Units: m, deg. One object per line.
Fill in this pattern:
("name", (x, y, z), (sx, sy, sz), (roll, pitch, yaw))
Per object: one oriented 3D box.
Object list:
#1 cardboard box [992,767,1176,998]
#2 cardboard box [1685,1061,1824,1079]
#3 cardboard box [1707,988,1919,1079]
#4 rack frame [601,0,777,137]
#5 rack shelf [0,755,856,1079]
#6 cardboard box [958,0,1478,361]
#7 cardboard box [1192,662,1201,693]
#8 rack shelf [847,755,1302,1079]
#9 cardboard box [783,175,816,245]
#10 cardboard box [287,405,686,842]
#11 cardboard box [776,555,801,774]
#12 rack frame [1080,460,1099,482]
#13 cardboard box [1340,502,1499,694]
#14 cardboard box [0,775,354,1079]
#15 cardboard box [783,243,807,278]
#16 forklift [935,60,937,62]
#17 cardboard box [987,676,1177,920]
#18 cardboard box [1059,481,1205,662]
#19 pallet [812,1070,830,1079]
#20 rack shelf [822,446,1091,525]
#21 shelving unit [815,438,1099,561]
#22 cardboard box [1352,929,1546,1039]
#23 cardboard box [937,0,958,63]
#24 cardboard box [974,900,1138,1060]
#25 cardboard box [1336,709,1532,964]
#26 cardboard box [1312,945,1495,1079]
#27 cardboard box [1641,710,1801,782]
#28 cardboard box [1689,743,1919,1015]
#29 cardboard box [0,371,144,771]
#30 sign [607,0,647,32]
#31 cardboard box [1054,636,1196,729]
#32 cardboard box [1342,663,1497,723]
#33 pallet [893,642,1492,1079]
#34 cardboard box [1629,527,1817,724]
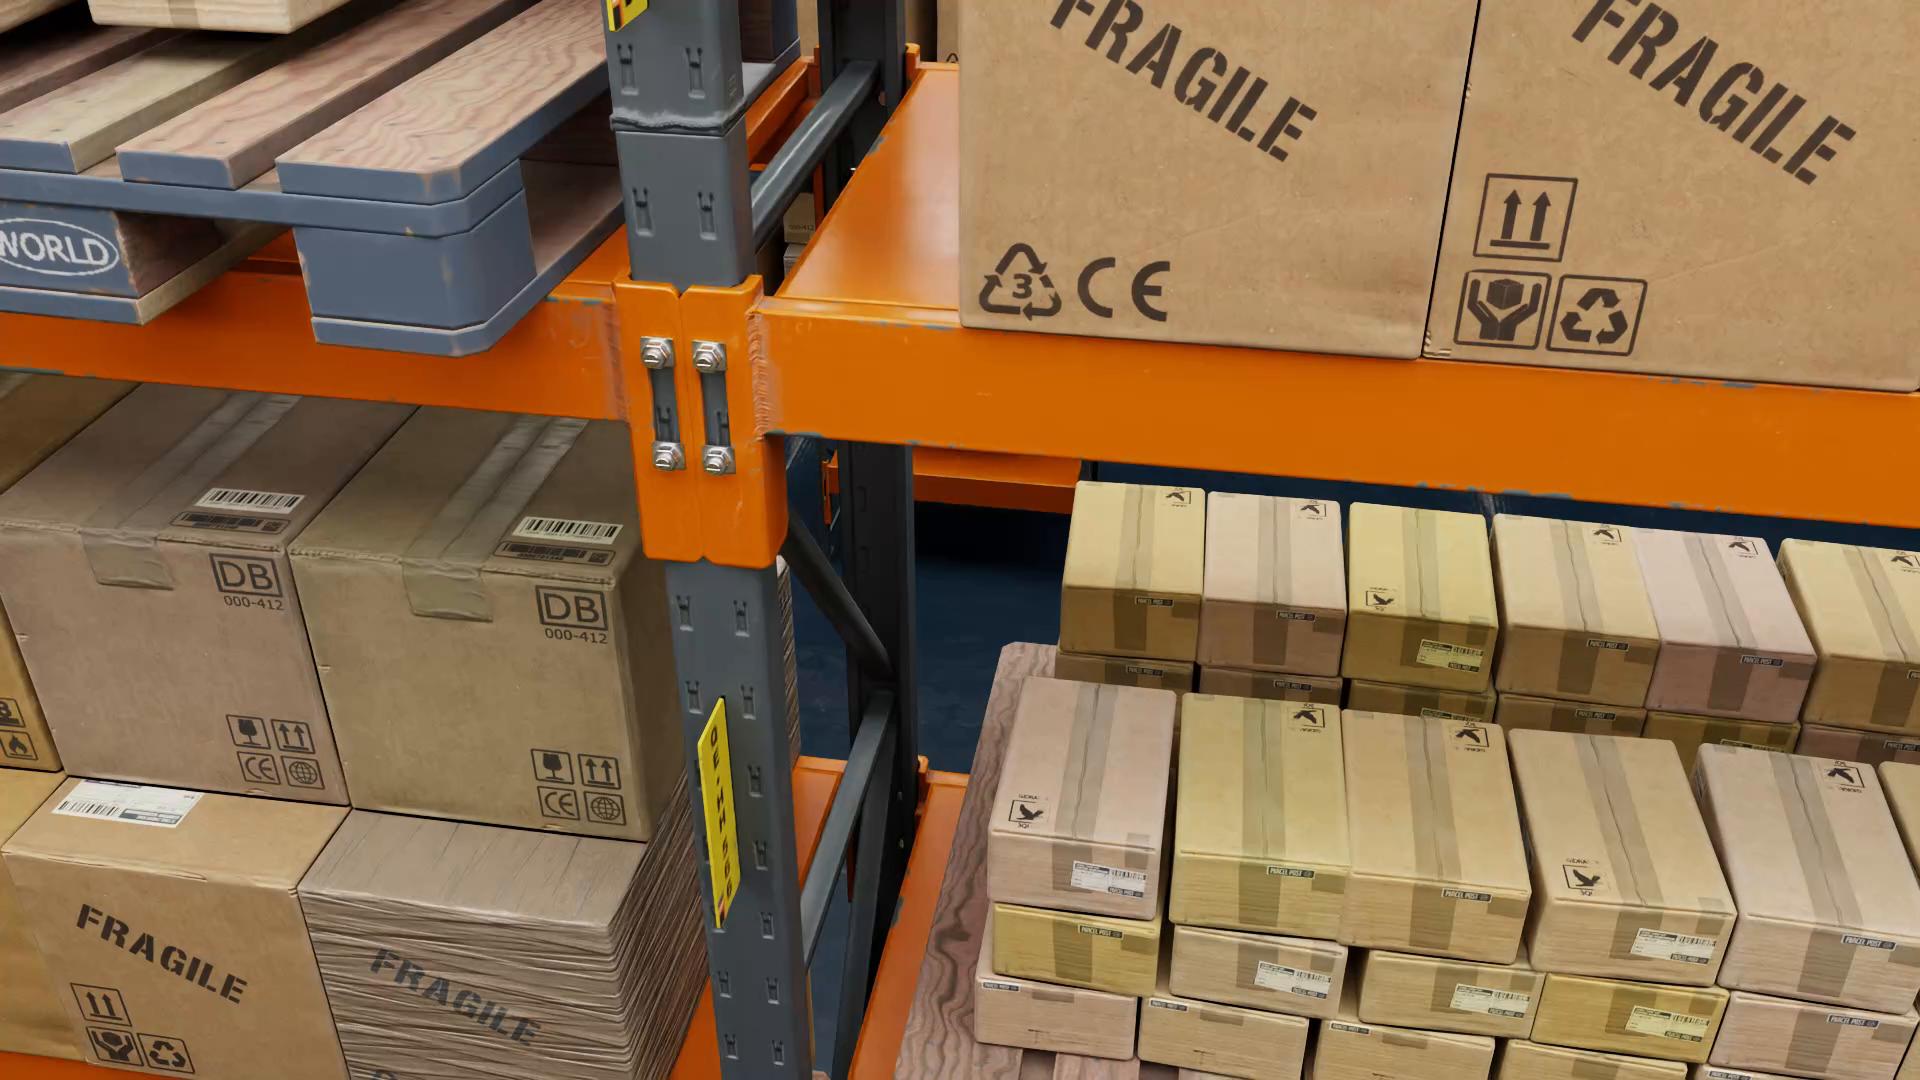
("cardboard box", (0.210, 0.522, 2.650), (0.250, 0.149, 0.380), (7, 33, 10))
("cardboard box", (1.234, 0.739, 2.583), (0.250, 0.149, 0.380), (6, 33, 10))
("cardboard box", (1.236, 0.612, 2.505), (0.250, 0.149, 0.380), (5, 32, 8))
("rack frame", (-0.232, -1.972, 1.418), (0.127, 3.000, 1.000), (5, 32, 8))
("rack shelf", (-2.204, 0.698, 3.486), (4.000, 0.370, 1.077), (5, 32, 8))
("cardboard box", (0.286, -0.552, 1.884), (0.500, 0.500, 0.500), (5, 32, 8))
("cardboard box", (0.576, 0.327, 3.242), (0.250, 0.149, 0.380), (5, 32, 8))
("rack shelf", (1.739, 1.055, 2.916), (4.000, 0.370, 1.077), (5, 32, 8))
("cardboard box", (-0.488, -1.545, 7.625), (0.500, 0.250, 0.500), (9, 33, 14))
("cardboard box", (-0.673, 0.060, 2.791), (0.500, 0.500, 0.700), (5, 32, 8))
("cardboard box", (-0.630, 0.348, 3.273), (0.500, 0.500, 0.500), (6, 32, 9))
("rack frame", (0.508, -0.431, 6.378), (0.032, 1.125, 0.500), (5, 32, 8))
("cardboard box", (0.833, 0.099, 3.046), (0.250, 0.149, 0.380), (6, 33, 10))
("cardboard box", (-1.213, 0.584, 2.896), (0.500, 0.500, 0.500), (5, 32, 8))
("cardboard box", (-0.511, -1.233, 7.834), (0.500, 0.500, 0.700), (3, 32, 4))
("forklift", (0.227, -3.184, 9.075), (1.130, 2.935, 3.031), (16, 35, 24))
("cardboard box", (0.195, 0.391, 2.579), (0.250, 0.149, 0.380), (5, 32, 8))
("cardboard box", (0.328, 0.052, 3.121), (0.250, 0.149, 0.380), (4, 32, 6))
("pallet", (-0.997, 1.644, 3.925), (1.213, 0.211, 1.003), (5, 32, 8))
("rack shelf", (0.007, -0.269, 6.580), (1.000, 0.278, 0.538), (5, 32, 8))
("shelving unit", (0.007, -0.476, 6.451), (1.048, 1.125, 0.538), (5, 32, 8))
("cardboard box", (0.742, 0.567, 2.577), (0.250, 0.149, 0.380), (4, 32, 7))
("cardboard box", (0.163, -2.261, 7.046), (0.500, 0.500, 0.500), (1, 32, 2))
("cardboard box", (0.175, 0.645, 2.733), (0.250, 0.149, 0.380), (5, 32, 8))
("cardboard box", (0.697, 0.437, 2.505), (0.250, 0.149, 0.380), (5, 32, 8))
("cardboard box", (0.705, 0.693, 2.656), (0.250, 0.149, 0.380), (7, 33, 11))
("cardboard box", (1.346, 0.271, 3.051), (0.250, 0.149, 0.380), (5, 32, 8))
("cardboard box", (1.225, 0.484, 2.430), (0.250, 0.149, 0.380), (7, 33, 10))
("cardboard box", (-1.678, -0.029, 2.933), (0.500, 0.500, 0.700), (5, 32, 7))
("sign", (-0.334, -0.663, 1.593), (0.005, 0.325, 0.100), (5, 32, 8))
("cardboard box", (0.331, 0.180, 3.196), (0.250, 0.149, 0.380), (6, 33, 9))
("cardboard box", (0.854, 0.225, 3.124), (0.250, 0.149, 0.380), (6, 33, 9))
("pallet", (0.488, 0.661, 3.048), (1.003, 0.211, 1.213), (5, 32, 8))
("cardboard box", (1.334, 0.145, 2.971), (0.250, 0.149, 0.380), (5, 32, 8))
